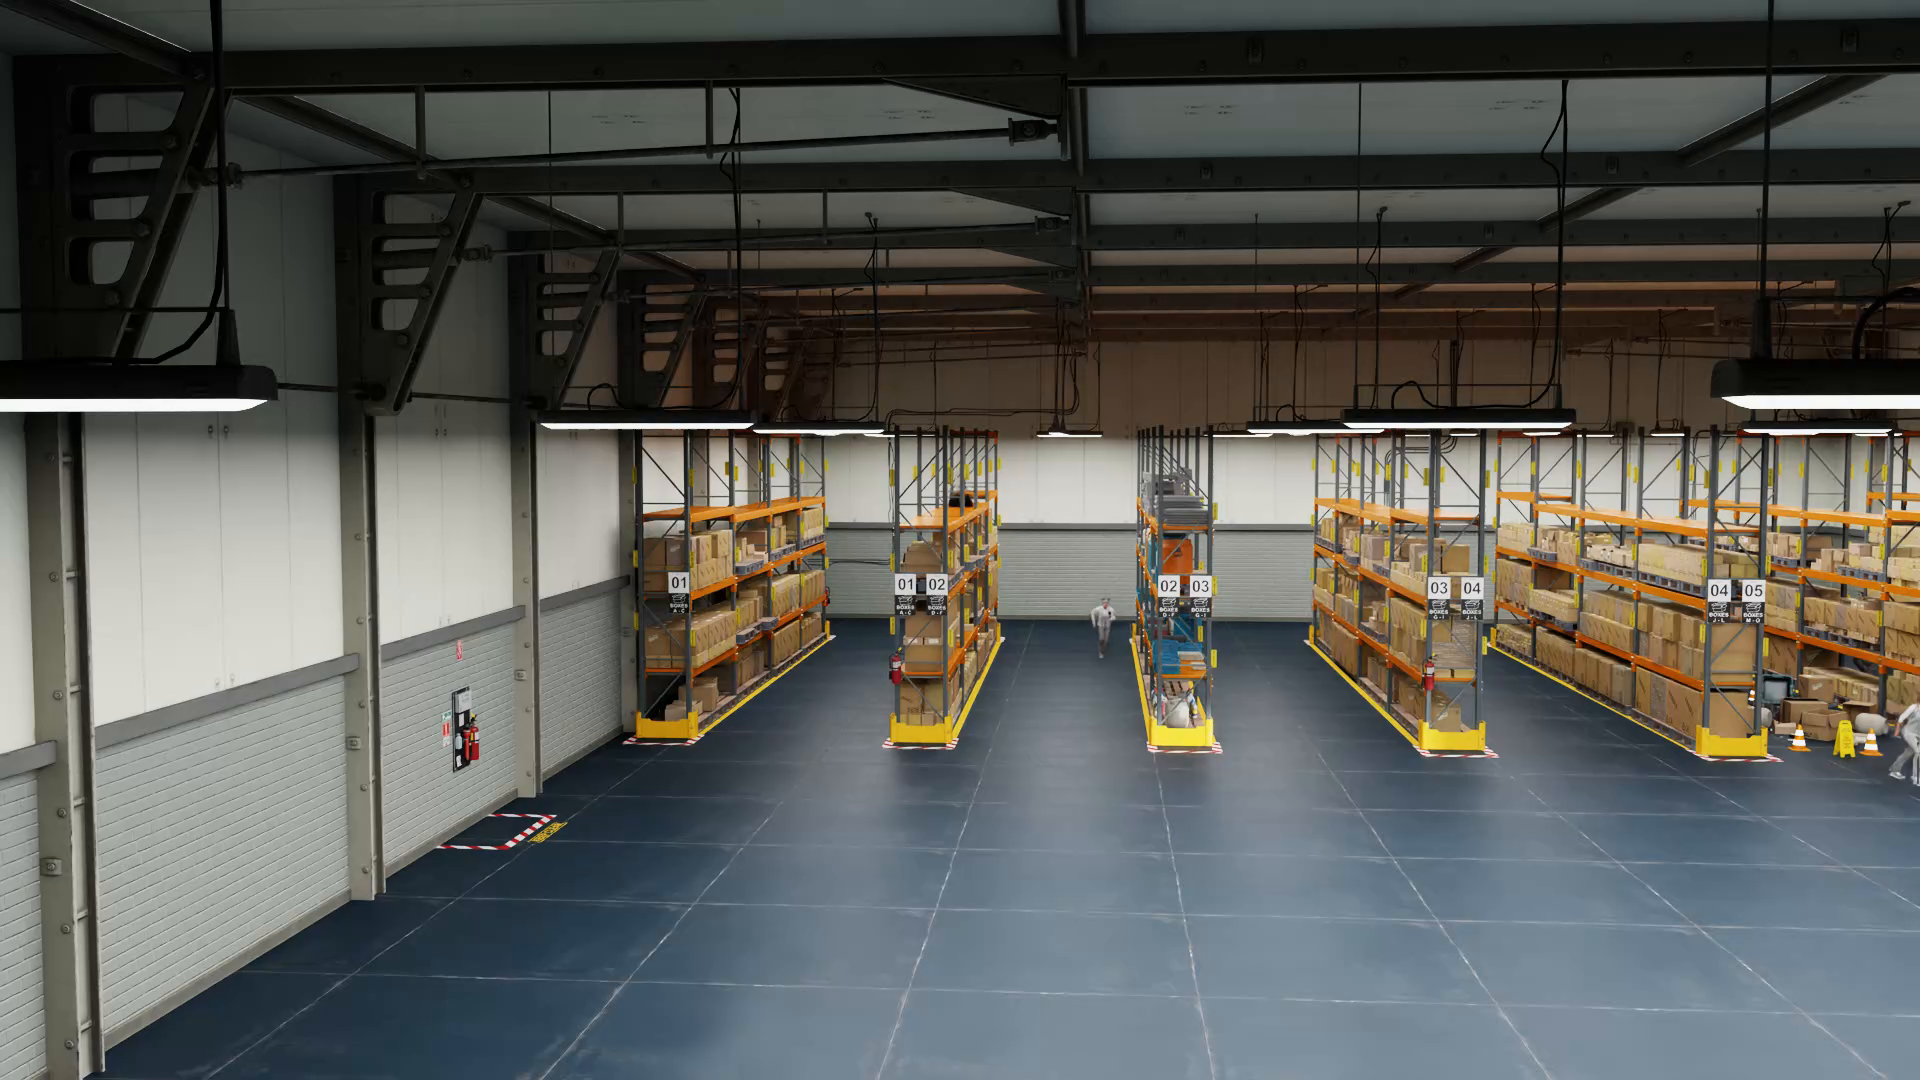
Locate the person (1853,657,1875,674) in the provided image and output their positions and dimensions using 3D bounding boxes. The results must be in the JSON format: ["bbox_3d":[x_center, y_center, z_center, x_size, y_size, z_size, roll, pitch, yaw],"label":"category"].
[{"bbox_3d":[21.804,2.578,40.259,0.600,1.476,0.778,-1,4,-22],"label":"person"}]

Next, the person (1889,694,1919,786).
[{"bbox_3d":[15.929,3.281,27.720,0.458,1.550,0.807,-1,4,-17],"label":"person"}]

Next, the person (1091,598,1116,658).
[{"bbox_3d":[3.780,2.301,43.622,0.594,1.615,0.684,-1,3,-9],"label":"person"}]
